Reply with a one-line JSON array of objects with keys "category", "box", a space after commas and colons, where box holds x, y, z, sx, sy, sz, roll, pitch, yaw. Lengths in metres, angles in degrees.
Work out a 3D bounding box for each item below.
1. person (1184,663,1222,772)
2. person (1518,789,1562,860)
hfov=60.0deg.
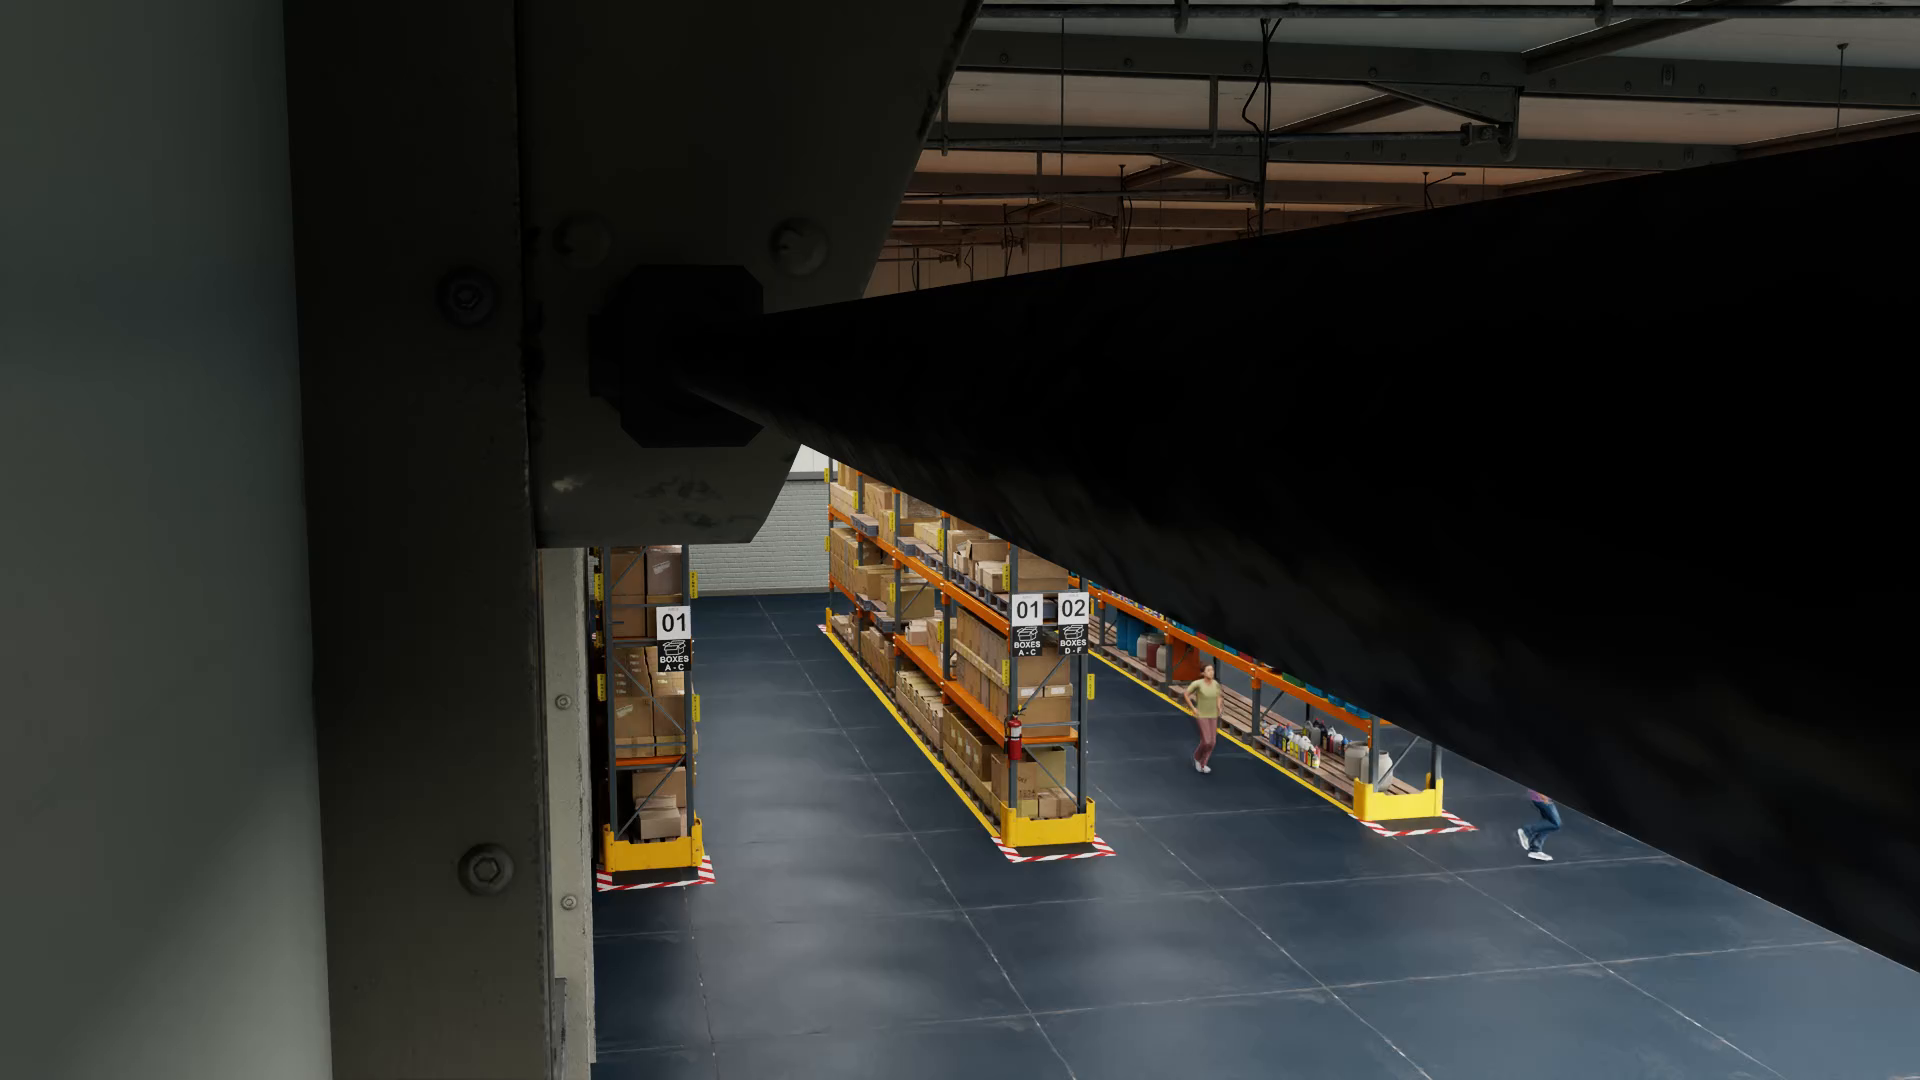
[{"category": "person", "box": [3.628, 2.618, 24.443, 0.561, 1.643, 0.494, -3, 7, -21]}, {"category": "person", "box": [7.137, 3.158, 20.370, 0.542, 1.555, 0.538, 3, 7, 21]}]
